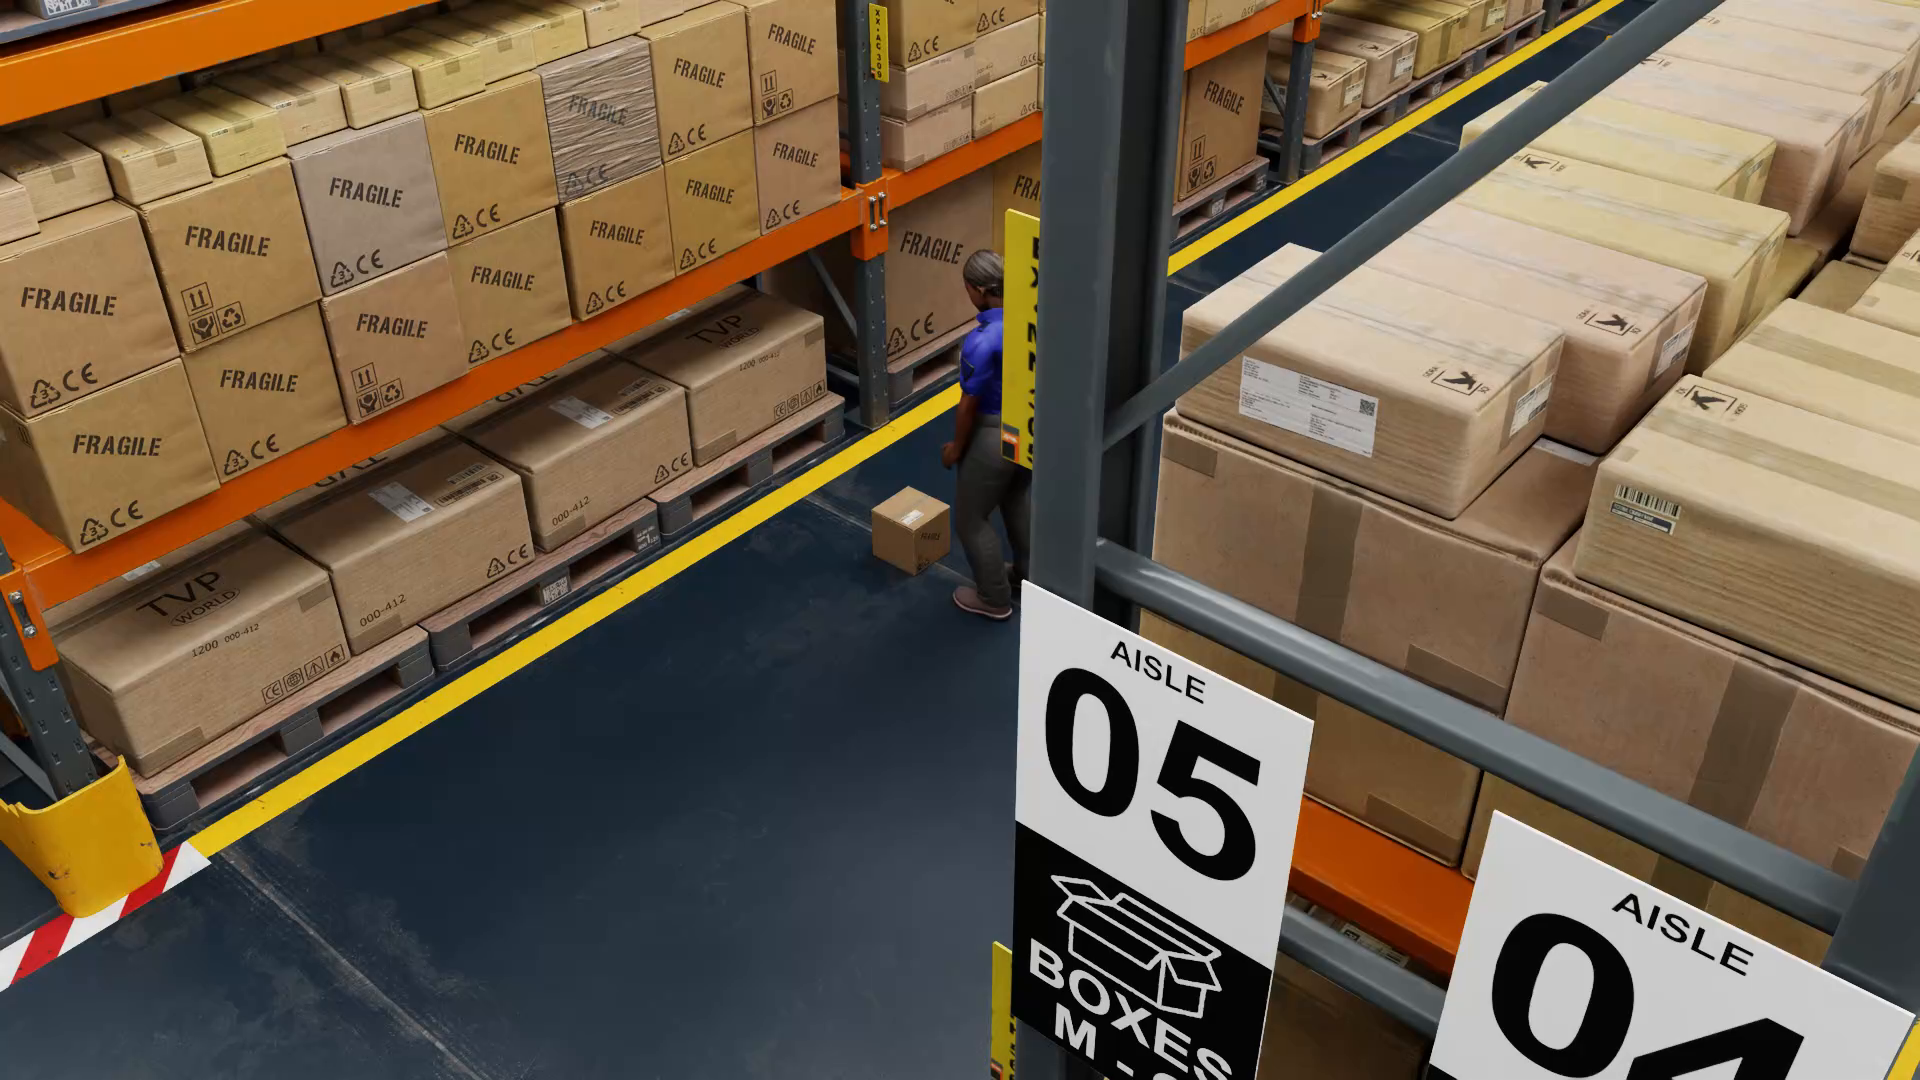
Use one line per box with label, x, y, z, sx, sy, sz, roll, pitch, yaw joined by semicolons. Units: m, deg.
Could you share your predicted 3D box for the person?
person;0.151;-0.405;6.757;0.337;1.631;0.448;27;43;33
